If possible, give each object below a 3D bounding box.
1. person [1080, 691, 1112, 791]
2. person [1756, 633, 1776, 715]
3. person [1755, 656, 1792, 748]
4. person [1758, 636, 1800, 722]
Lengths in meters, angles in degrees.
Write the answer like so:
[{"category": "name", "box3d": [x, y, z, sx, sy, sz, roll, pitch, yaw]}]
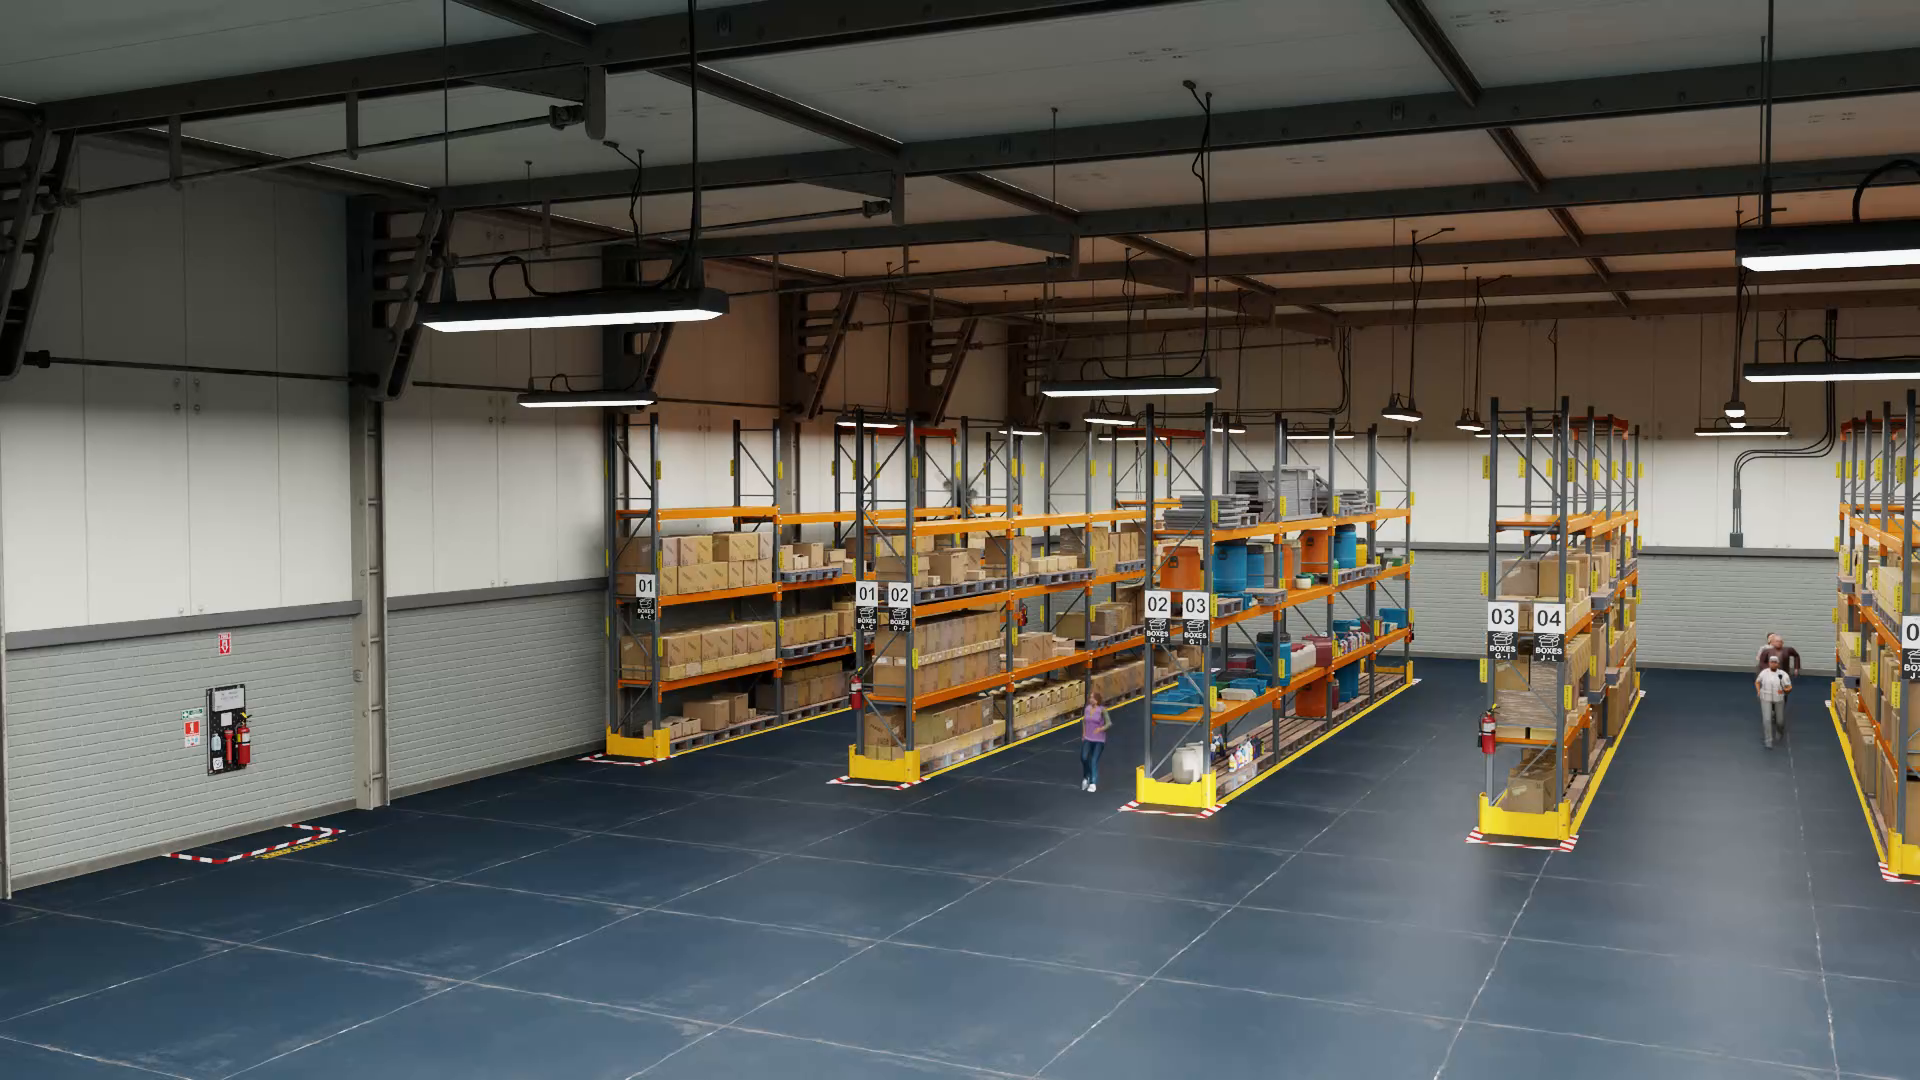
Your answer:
[{"category": "person", "box3d": [2.074, 3.140, 25.901, 0.531, 1.544, 0.515, 1, 3, 28]}, {"category": "person", "box3d": [16.648, 2.723, 34.105, 0.581, 1.655, 0.964, 1, 3, 24]}, {"category": "person", "box3d": [14.738, 2.916, 30.152, 0.620, 1.632, 0.803, 1, 3, 28]}, {"category": "person", "box3d": [16.009, 2.753, 32.494, 0.751, 1.783, 0.894, 1, 3, 23]}]
